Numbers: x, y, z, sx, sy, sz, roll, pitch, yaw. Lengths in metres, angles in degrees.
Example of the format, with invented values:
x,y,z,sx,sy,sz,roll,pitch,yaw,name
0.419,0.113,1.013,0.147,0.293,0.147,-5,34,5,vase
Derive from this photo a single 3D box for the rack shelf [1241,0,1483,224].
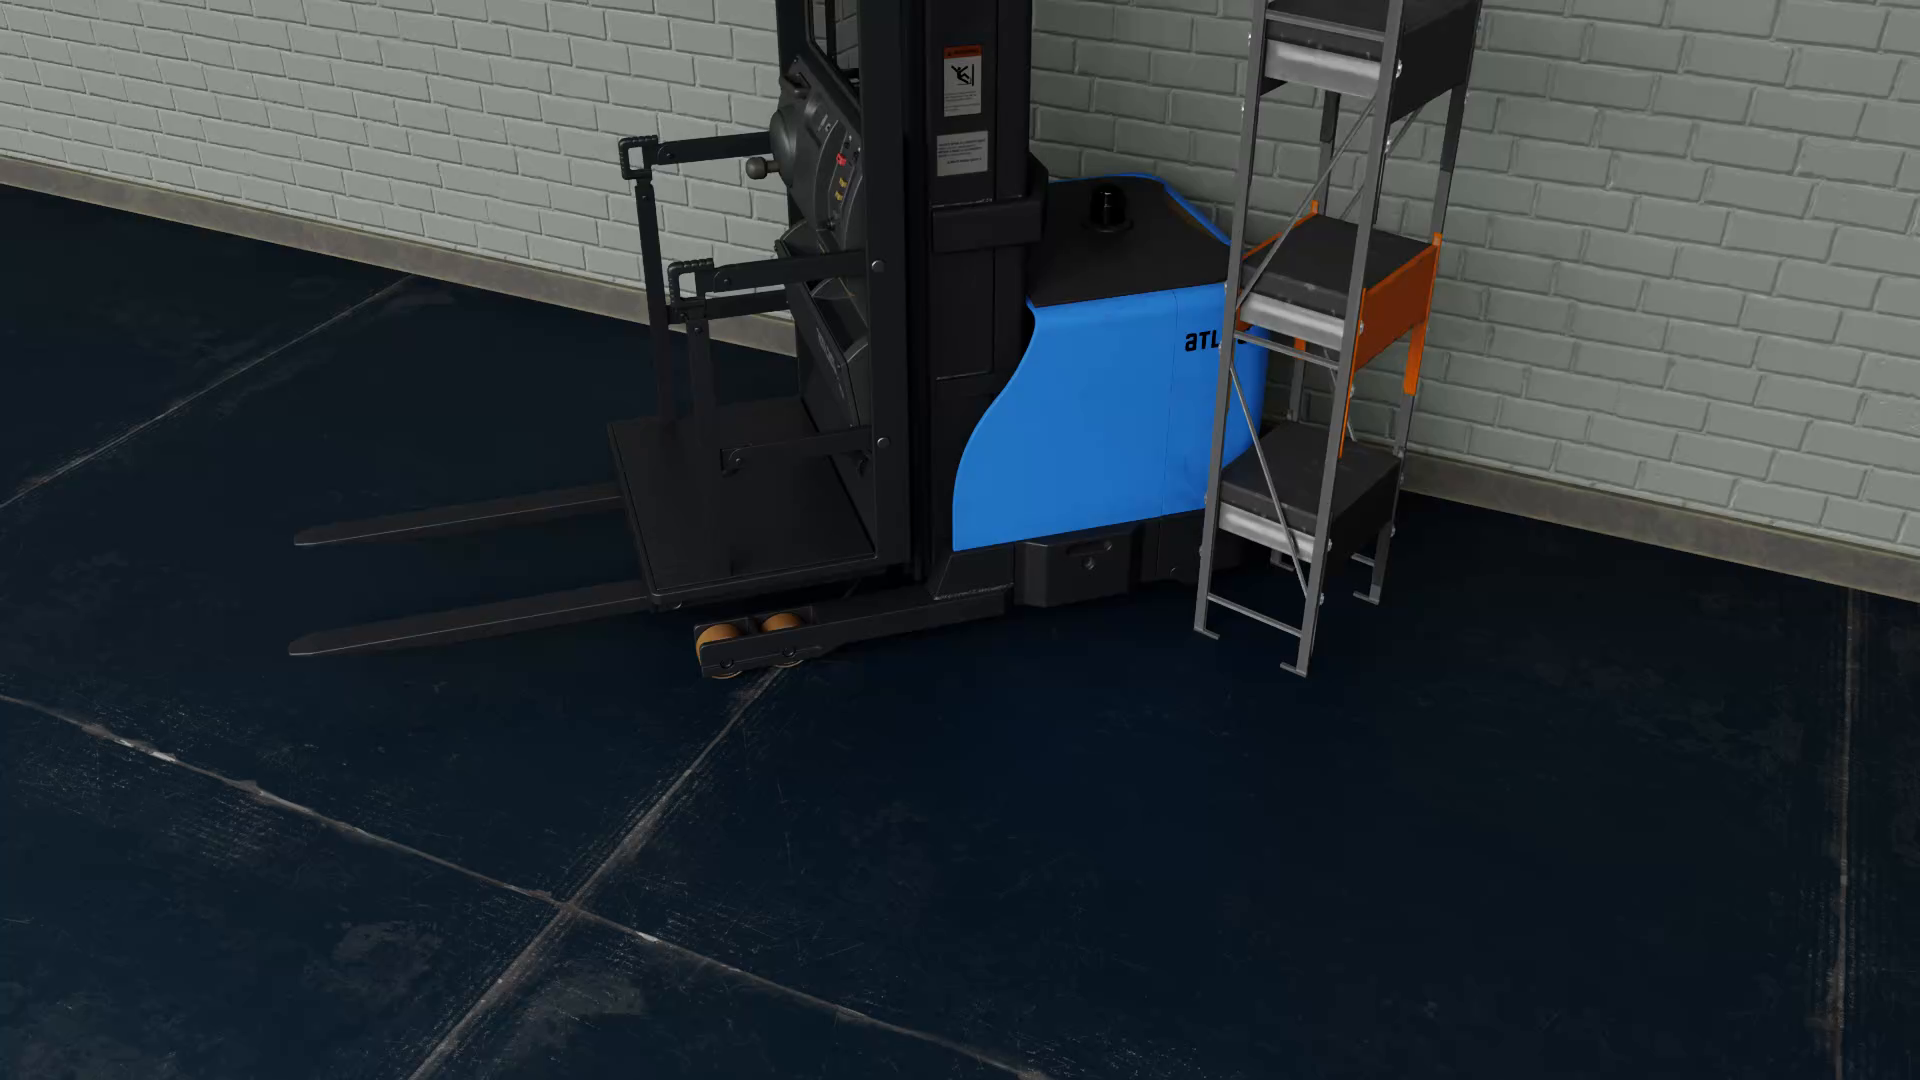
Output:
x,y,z,sx,sy,sz,roll,pitch,yaw,name
1.060,-1.205,4.421,0.431,0.518,0.480,23,40,31,rack shelf

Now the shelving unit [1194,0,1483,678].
x,y,z,sx,sy,sz,roll,pitch,yaw,name
1.060,-0.631,4.798,0.431,2.100,0.503,23,40,31,shelving unit

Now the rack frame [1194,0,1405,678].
x,y,z,sx,sy,sz,roll,pitch,yaw,name
0.908,-0.526,4.637,0.400,2.100,0.015,23,40,31,rack frame

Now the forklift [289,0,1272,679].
x,y,z,sx,sy,sz,roll,pitch,yaw,name
-0.602,-1.124,4.791,3.031,2.935,1.130,-10,34,-14,forklift

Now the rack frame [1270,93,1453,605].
x,y,z,sx,sy,sz,roll,pitch,yaw,name
1.211,-0.736,4.958,0.400,2.100,0.015,23,40,31,rack frame

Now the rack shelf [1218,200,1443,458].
x,y,z,sx,sy,sz,roll,pitch,yaw,name
1.060,-0.620,4.805,0.431,0.518,0.480,23,40,31,rack shelf

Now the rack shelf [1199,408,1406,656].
x,y,z,sx,sy,sz,roll,pitch,yaw,name
1.060,-0.034,5.189,0.431,0.518,0.480,23,40,31,rack shelf
